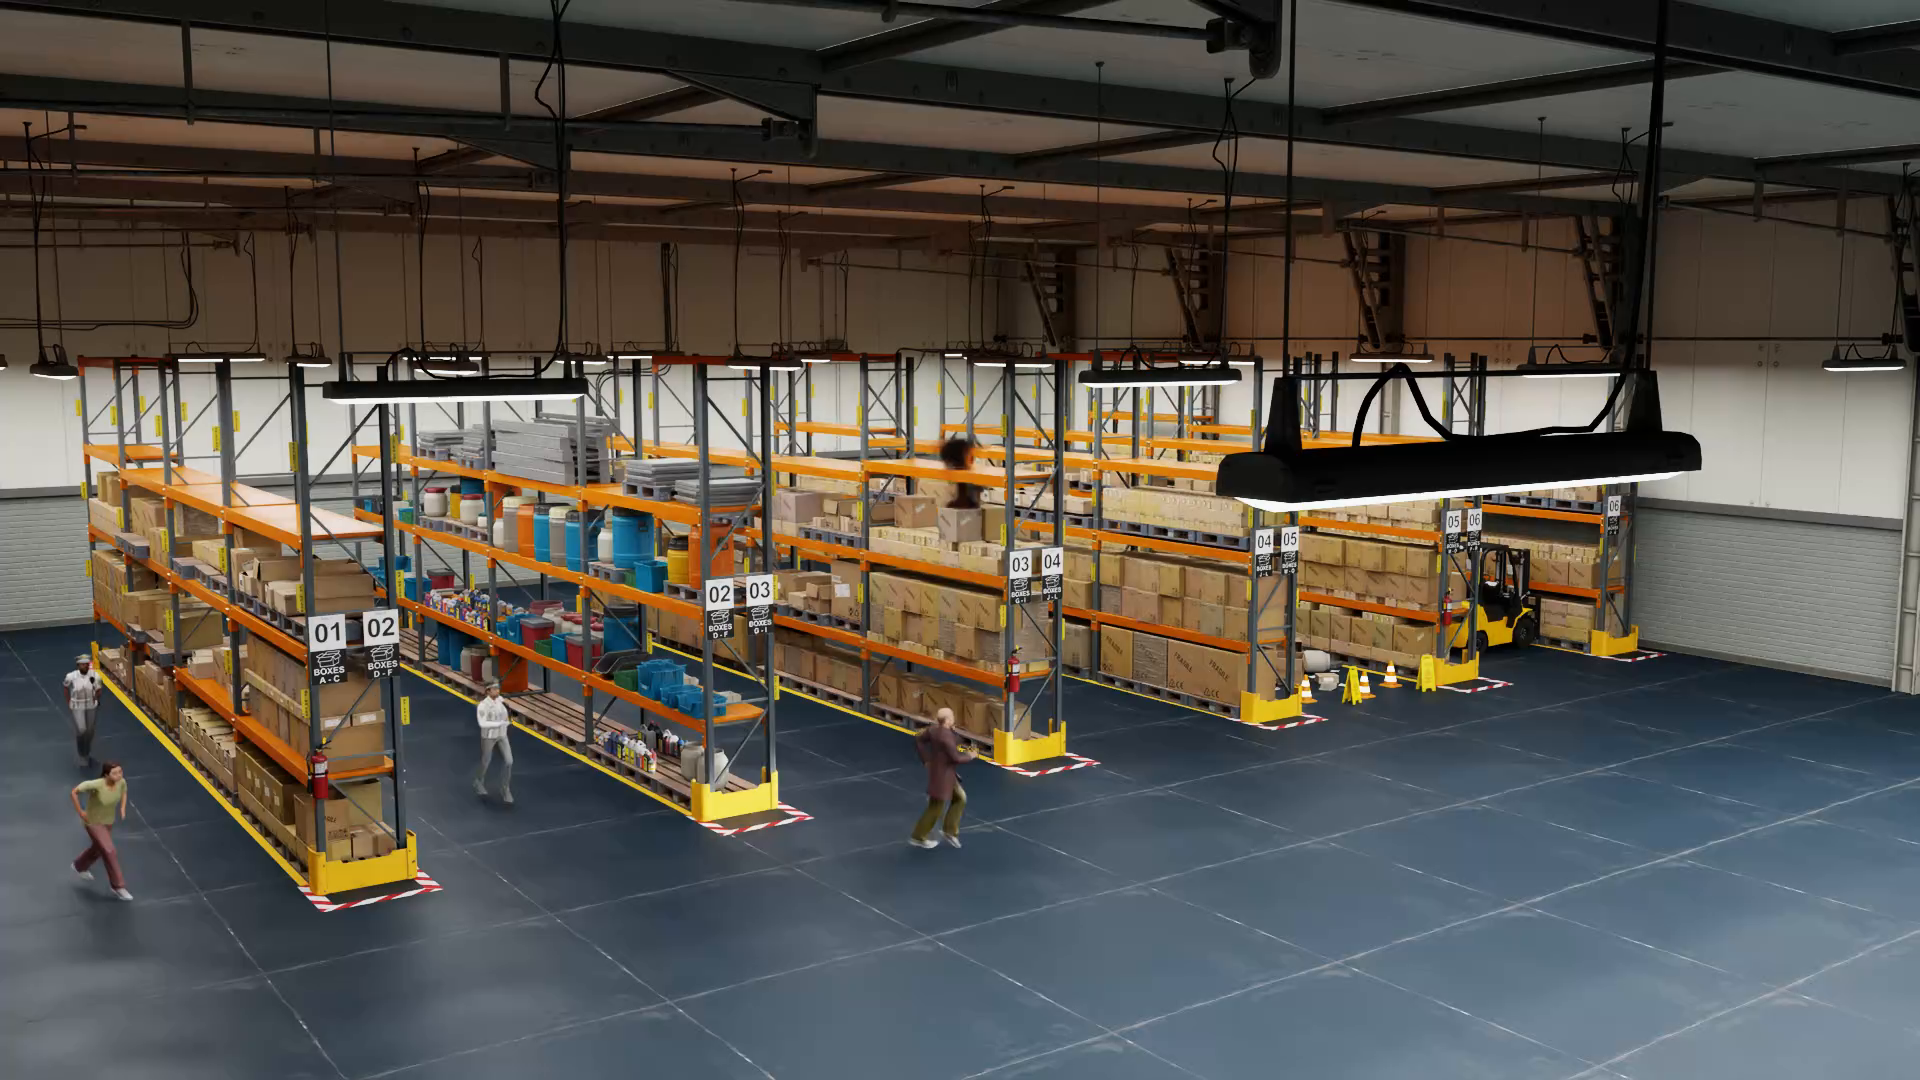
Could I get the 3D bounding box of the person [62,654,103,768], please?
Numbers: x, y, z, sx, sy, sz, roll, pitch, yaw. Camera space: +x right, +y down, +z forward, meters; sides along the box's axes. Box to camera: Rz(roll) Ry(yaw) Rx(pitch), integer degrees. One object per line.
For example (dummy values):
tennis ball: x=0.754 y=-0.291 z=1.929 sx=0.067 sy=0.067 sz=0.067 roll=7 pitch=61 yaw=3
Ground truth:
person: x=-13.016 y=2.522 z=24.730 sx=0.492 sy=1.707 sz=0.789 roll=-6 pitch=9 yaw=-40

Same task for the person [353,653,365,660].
person: x=-10.337 y=2.010 z=28.813 sx=0.562 sy=1.738 sz=0.813 roll=-4 pitch=8 yaw=-32

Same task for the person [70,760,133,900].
person: x=-9.850 y=3.269 z=18.955 sx=1.003 sy=1.628 sz=0.605 roll=4 pitch=8 yaw=32

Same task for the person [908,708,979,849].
person: x=-0.203 y=2.972 z=20.548 sx=0.909 sy=1.836 sz=0.650 roll=-1 pitch=7 yaw=-10

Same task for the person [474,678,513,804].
person: x=-6.395 y=2.739 z=22.768 sx=0.831 sy=1.746 sz=0.555 roll=6 pitch=9 yaw=43
